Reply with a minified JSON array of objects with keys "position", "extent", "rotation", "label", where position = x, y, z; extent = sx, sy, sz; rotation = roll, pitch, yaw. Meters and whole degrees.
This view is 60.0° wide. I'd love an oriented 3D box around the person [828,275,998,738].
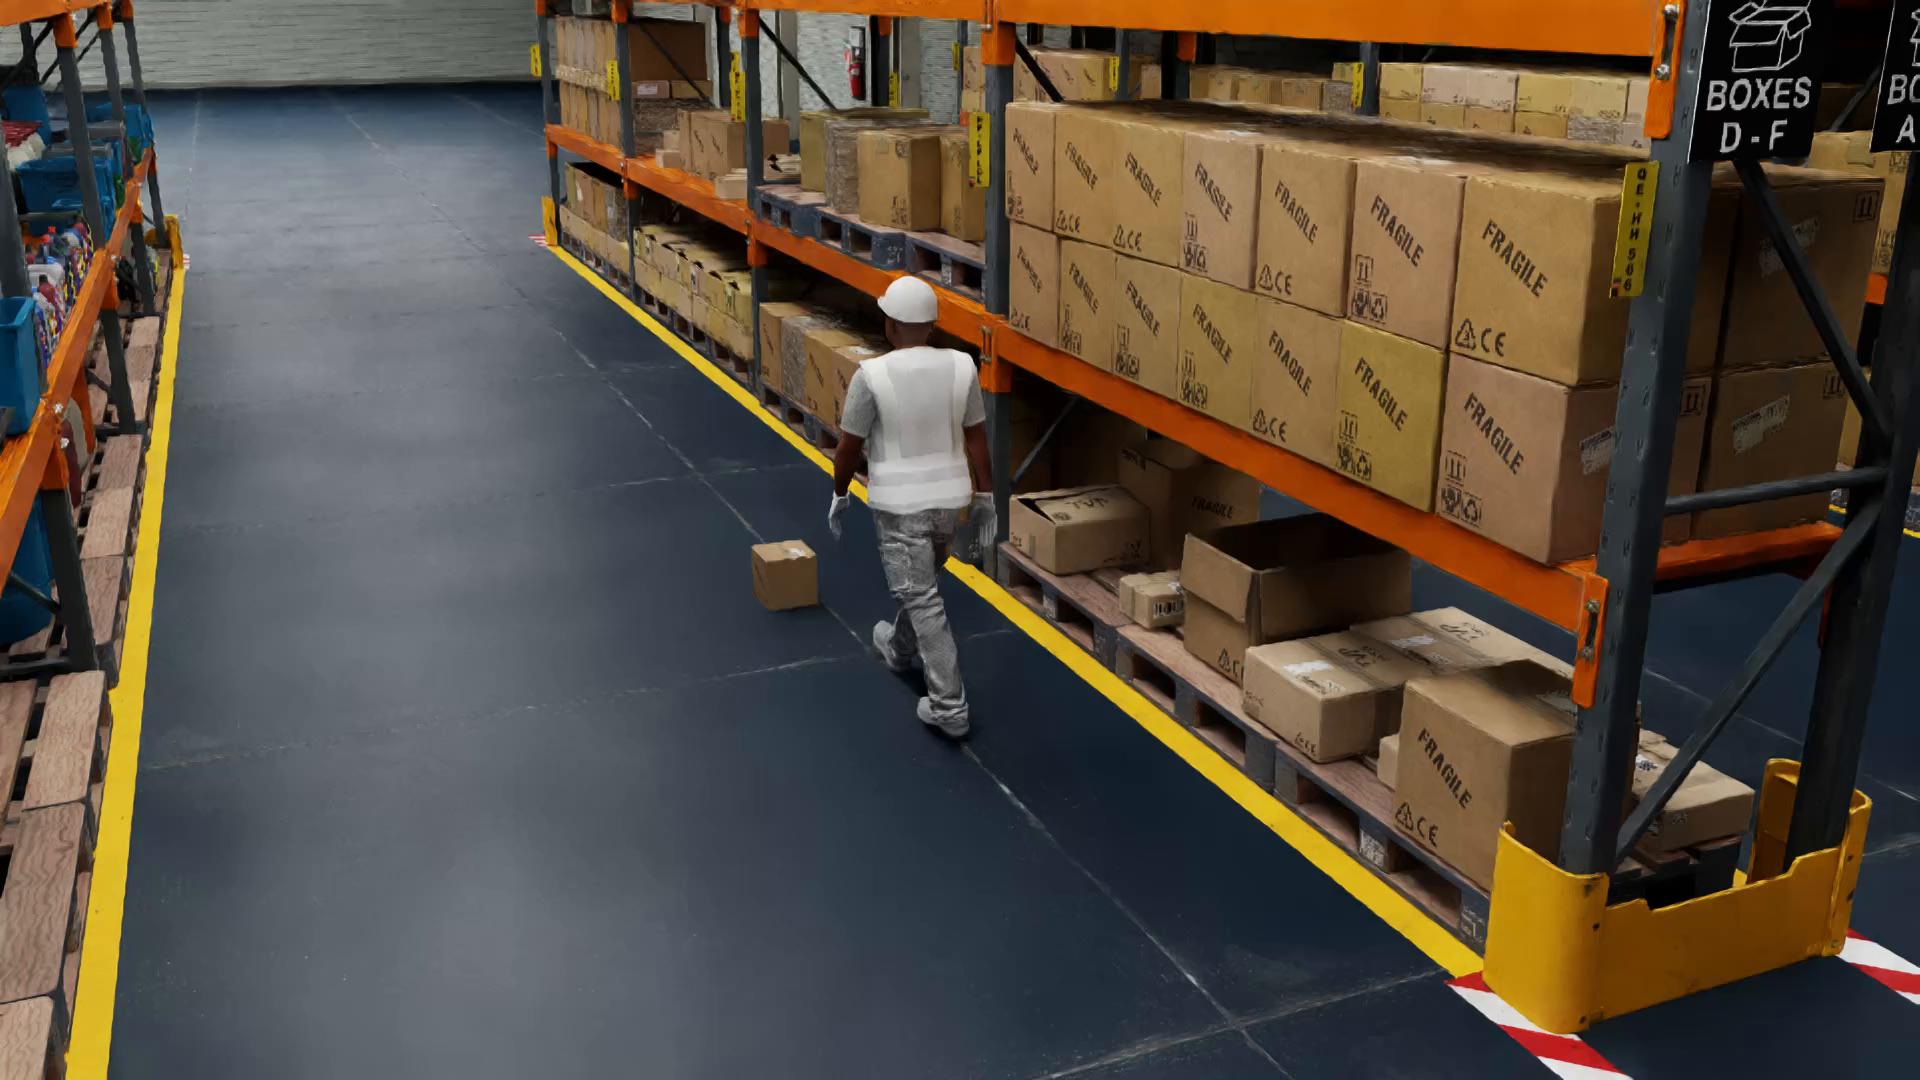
[{"position":[-0.230,-0.183,6.585],"extent":[0.582,1.730,0.978],"rotation":[-11,21,-29],"label":"person"}]
